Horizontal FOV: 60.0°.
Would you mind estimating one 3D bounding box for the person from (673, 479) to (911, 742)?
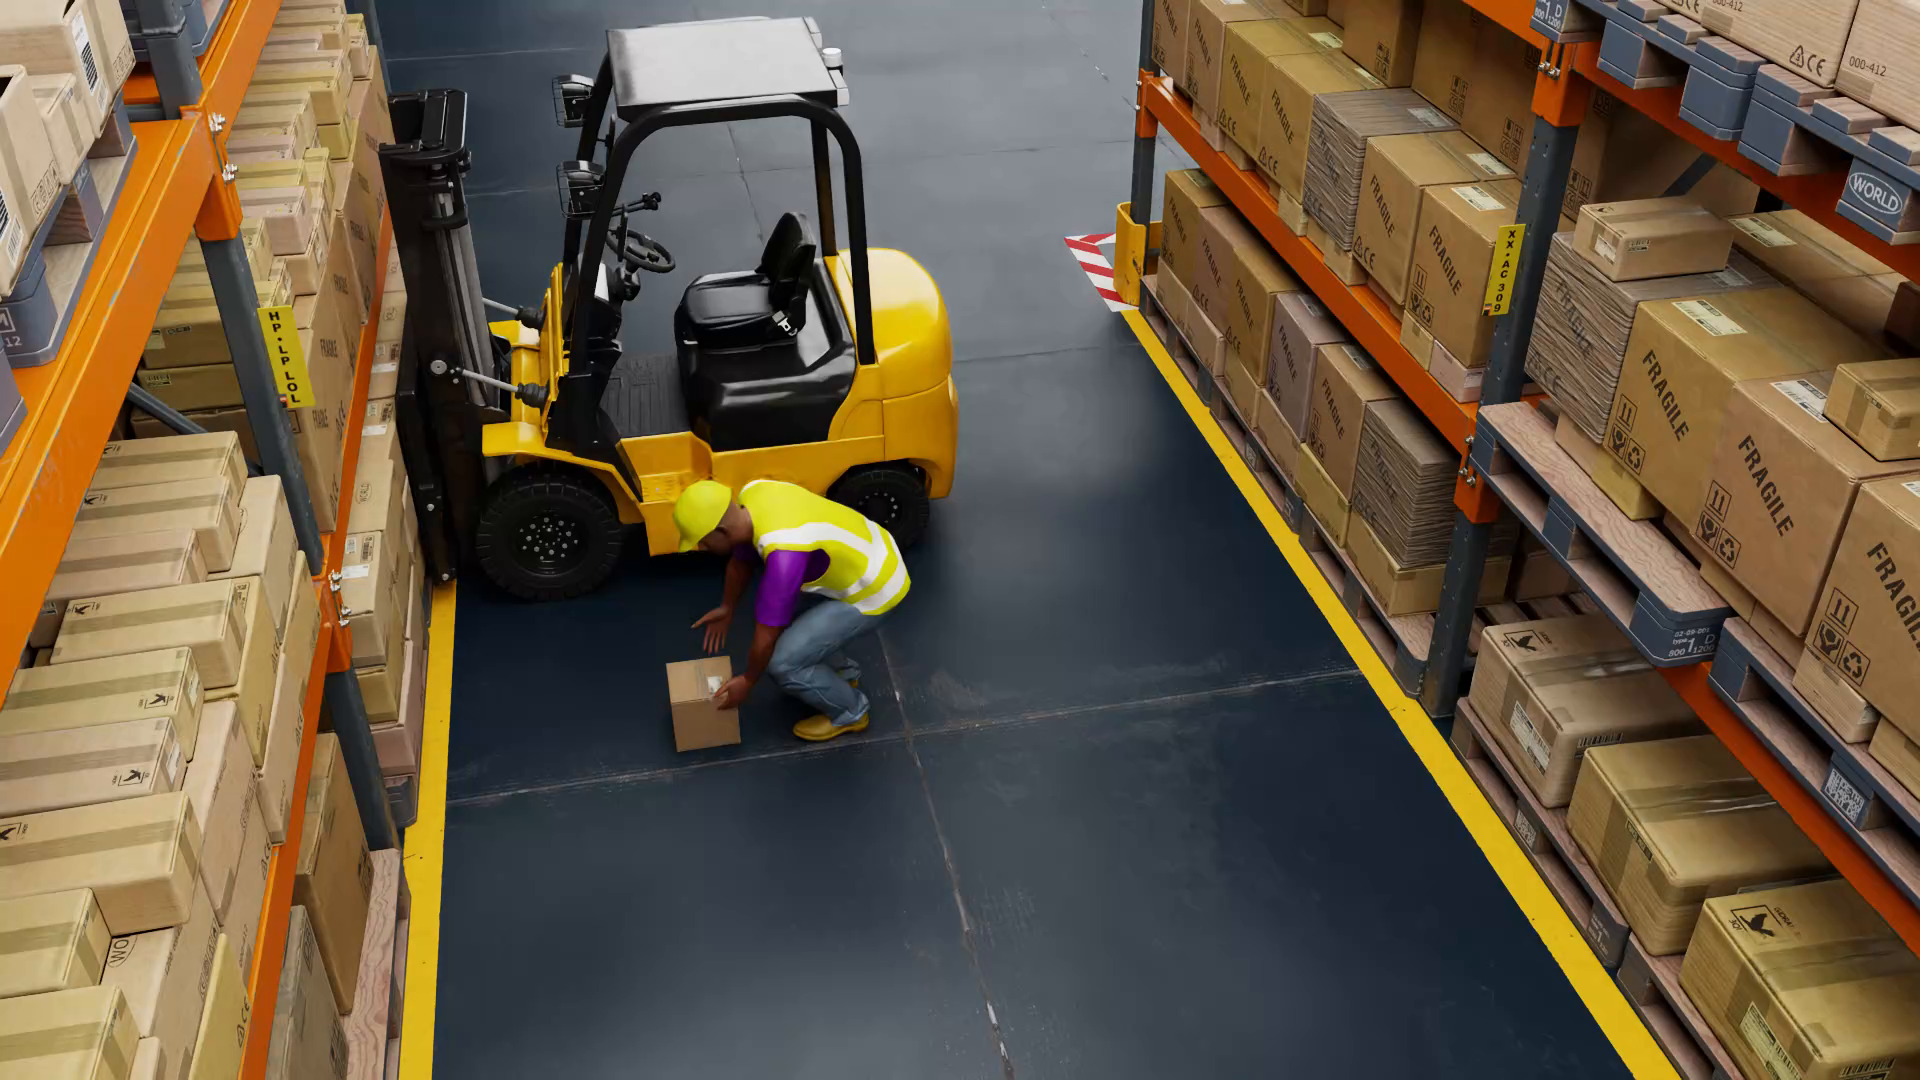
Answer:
[{"bbox_3d":[-0.615,0.237,6.308,0.856,1.167,0.615,-7,35,-11],"label":"person"}]
